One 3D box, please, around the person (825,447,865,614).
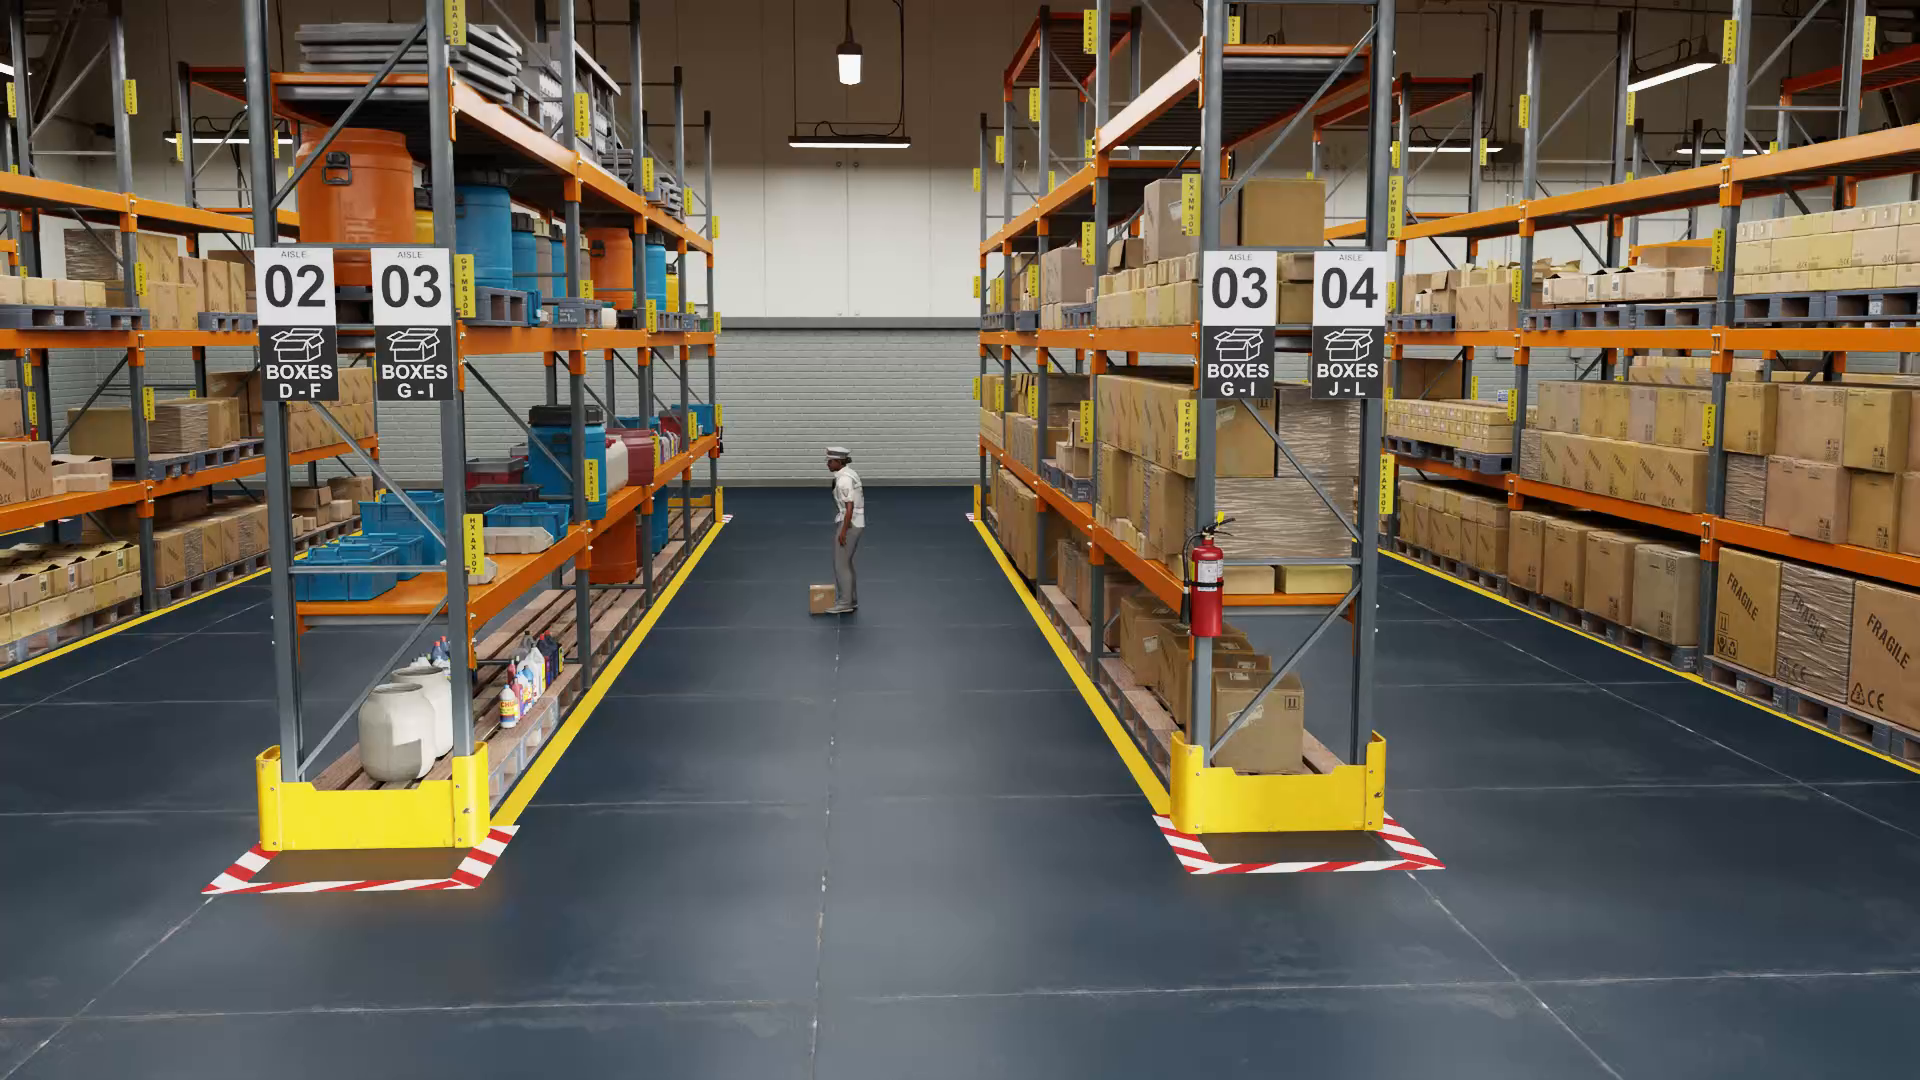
[{"bbox_3d":[-1.158,-0.107,16.636,0.416,1.657,0.512,-1,7,-4],"label":"person"}]
